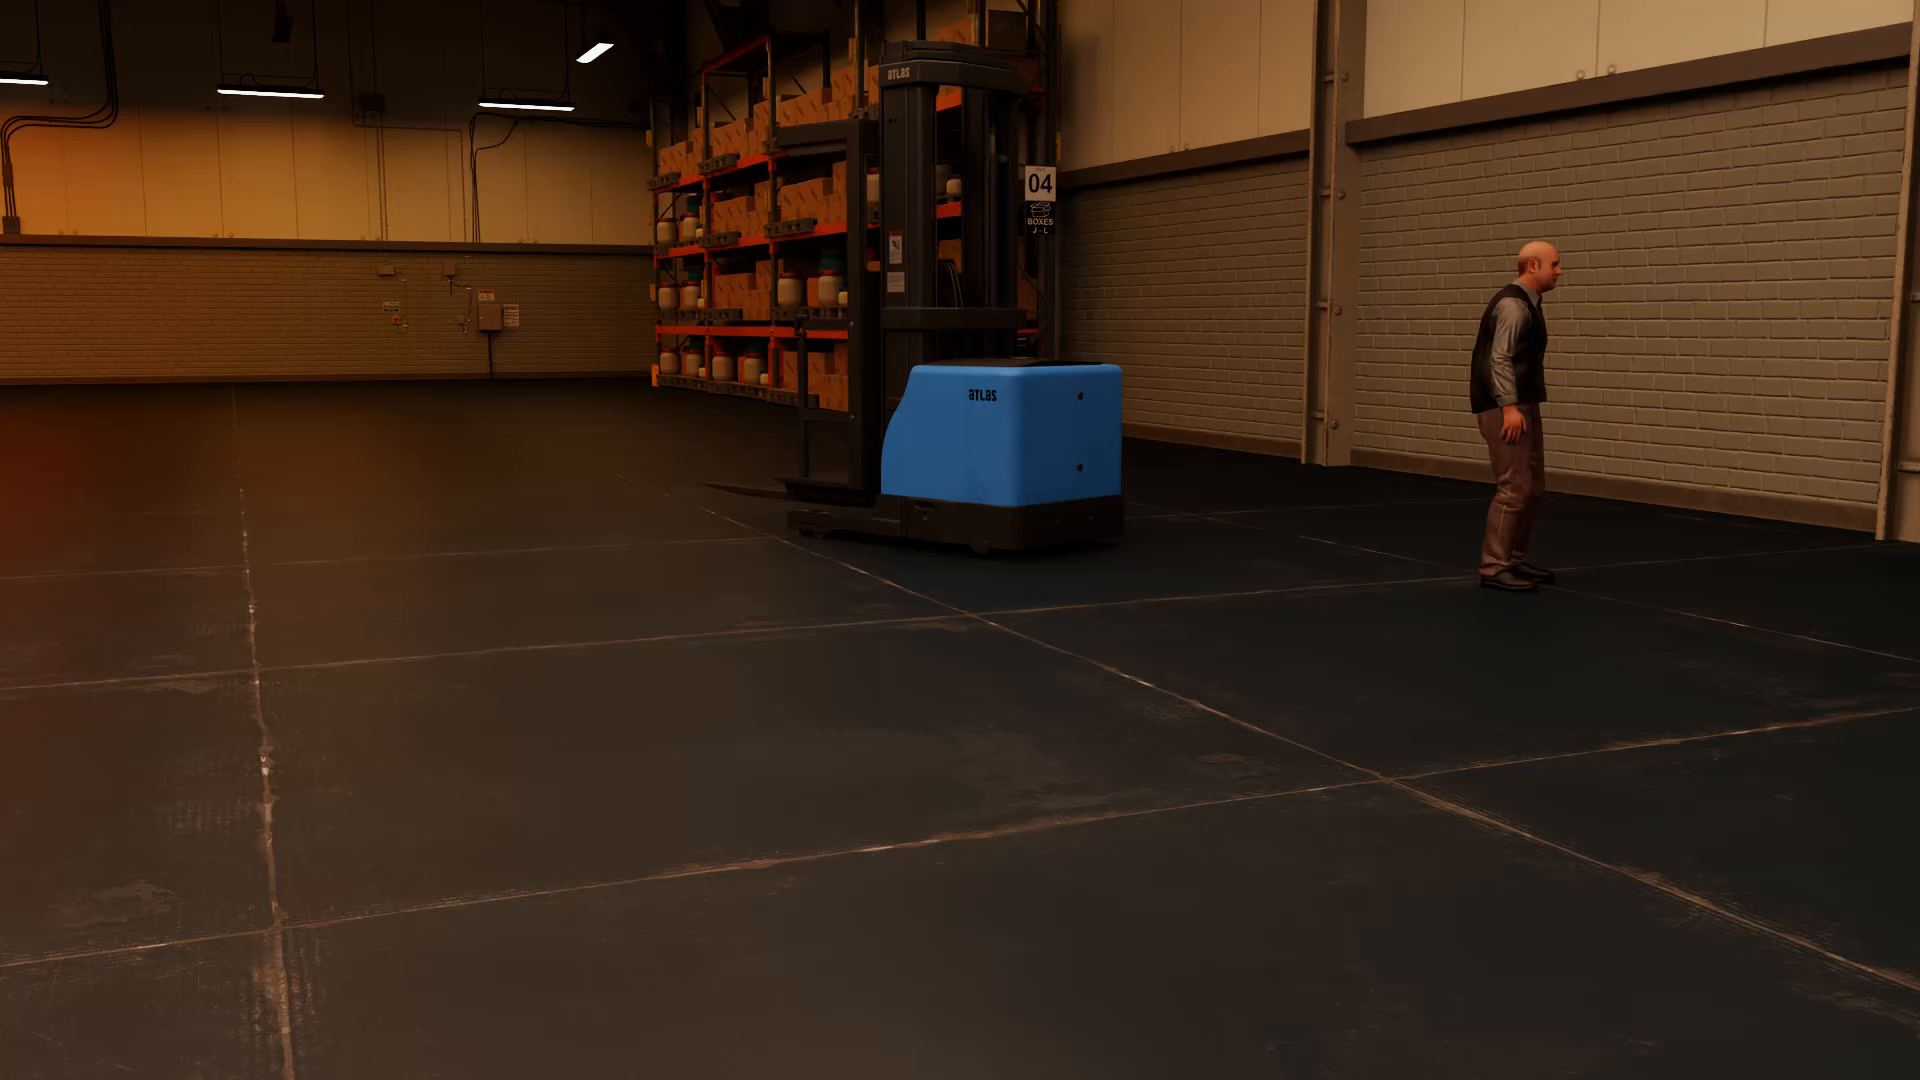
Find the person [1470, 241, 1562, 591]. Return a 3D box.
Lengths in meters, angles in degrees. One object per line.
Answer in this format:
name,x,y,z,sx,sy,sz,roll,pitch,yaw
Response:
person,2.791,-0.633,8.378,0.427,1.719,0.584,4,9,29

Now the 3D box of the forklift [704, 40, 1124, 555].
forklift,-0.436,-1.509,10.383,3.031,2.935,1.130,7,10,44
